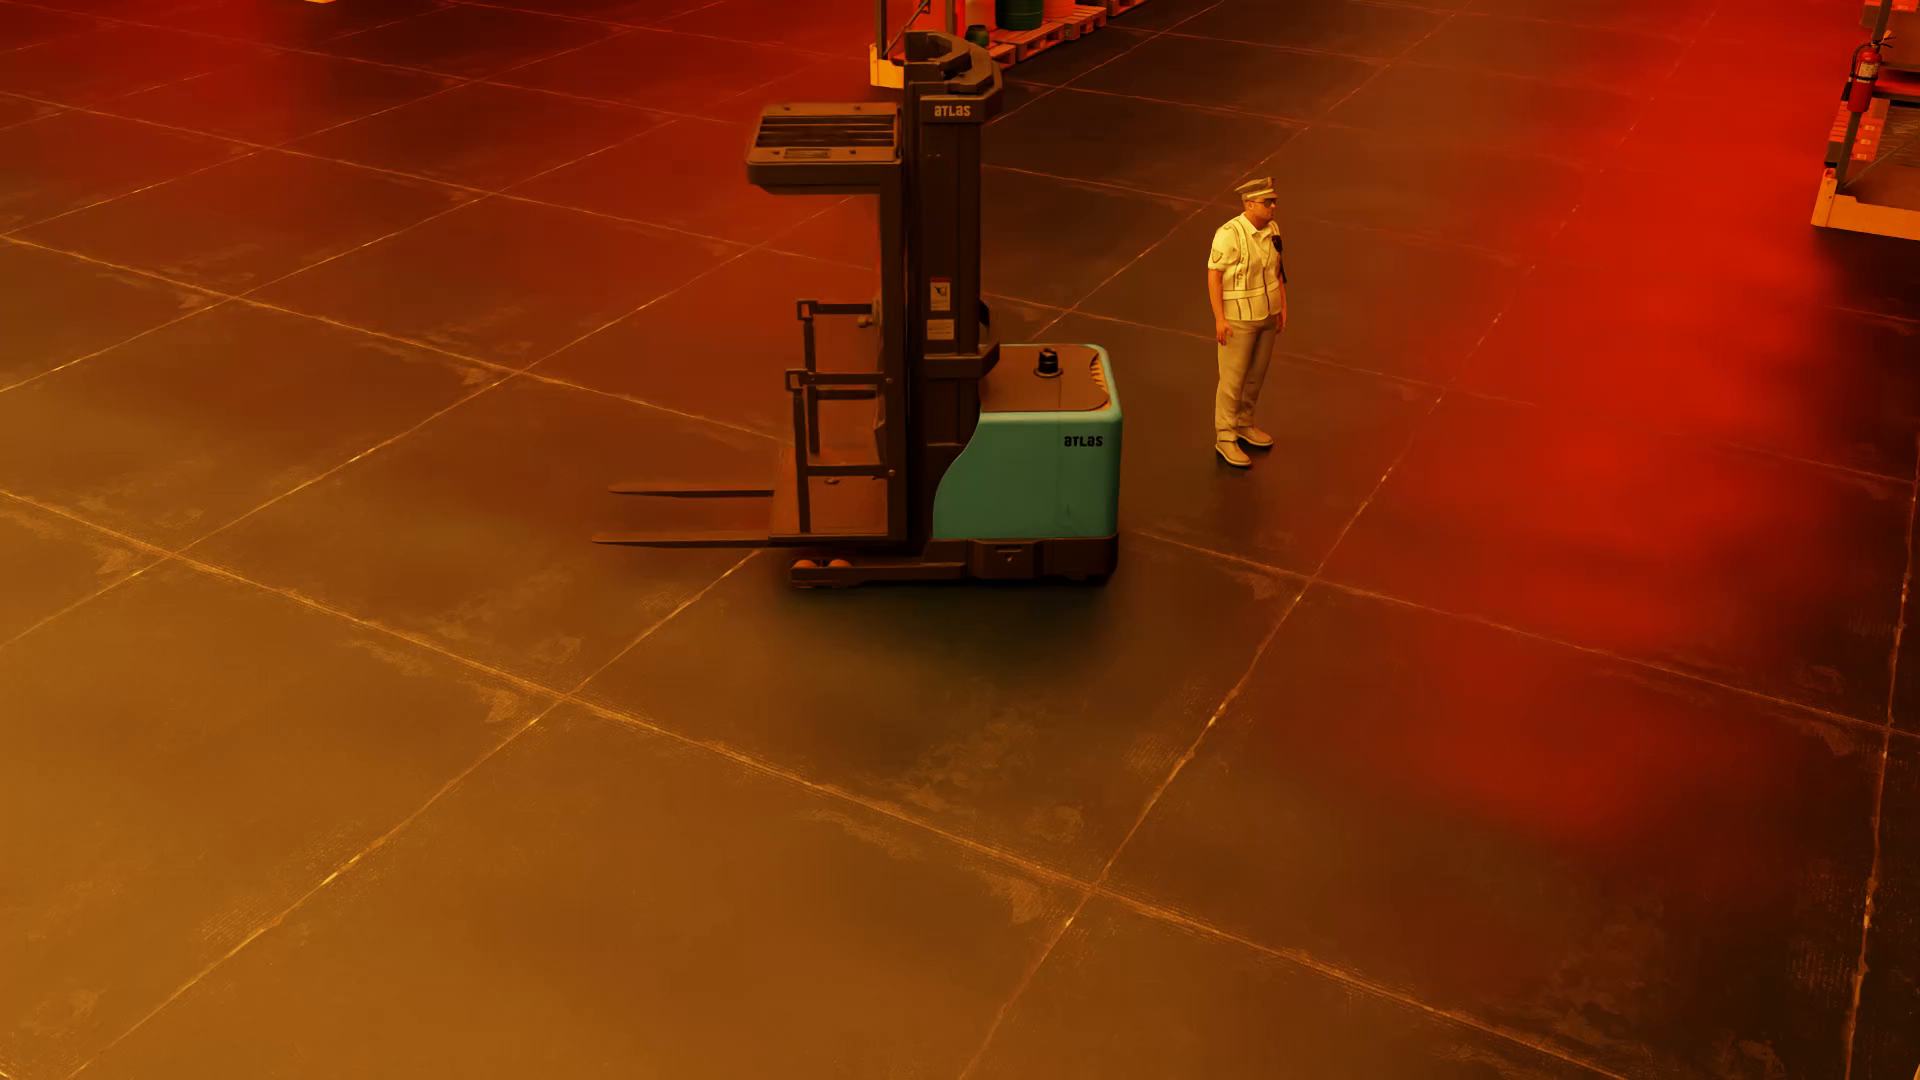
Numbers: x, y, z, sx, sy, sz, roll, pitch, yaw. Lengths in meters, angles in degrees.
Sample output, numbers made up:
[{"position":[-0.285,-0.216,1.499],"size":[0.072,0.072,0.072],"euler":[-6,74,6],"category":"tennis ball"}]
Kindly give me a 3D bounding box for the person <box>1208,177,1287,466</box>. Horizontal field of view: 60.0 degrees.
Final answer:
[{"position":[1.906,-1.432,10.687],"size":[0.638,1.781,0.577],"euler":[-20,36,-31],"category":"person"}]

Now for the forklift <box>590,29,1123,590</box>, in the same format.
[{"position":[-0.618,-1.254,9.244],"size":[3.031,2.935,1.130],"euler":[-1,30,-1],"category":"forklift"}]
